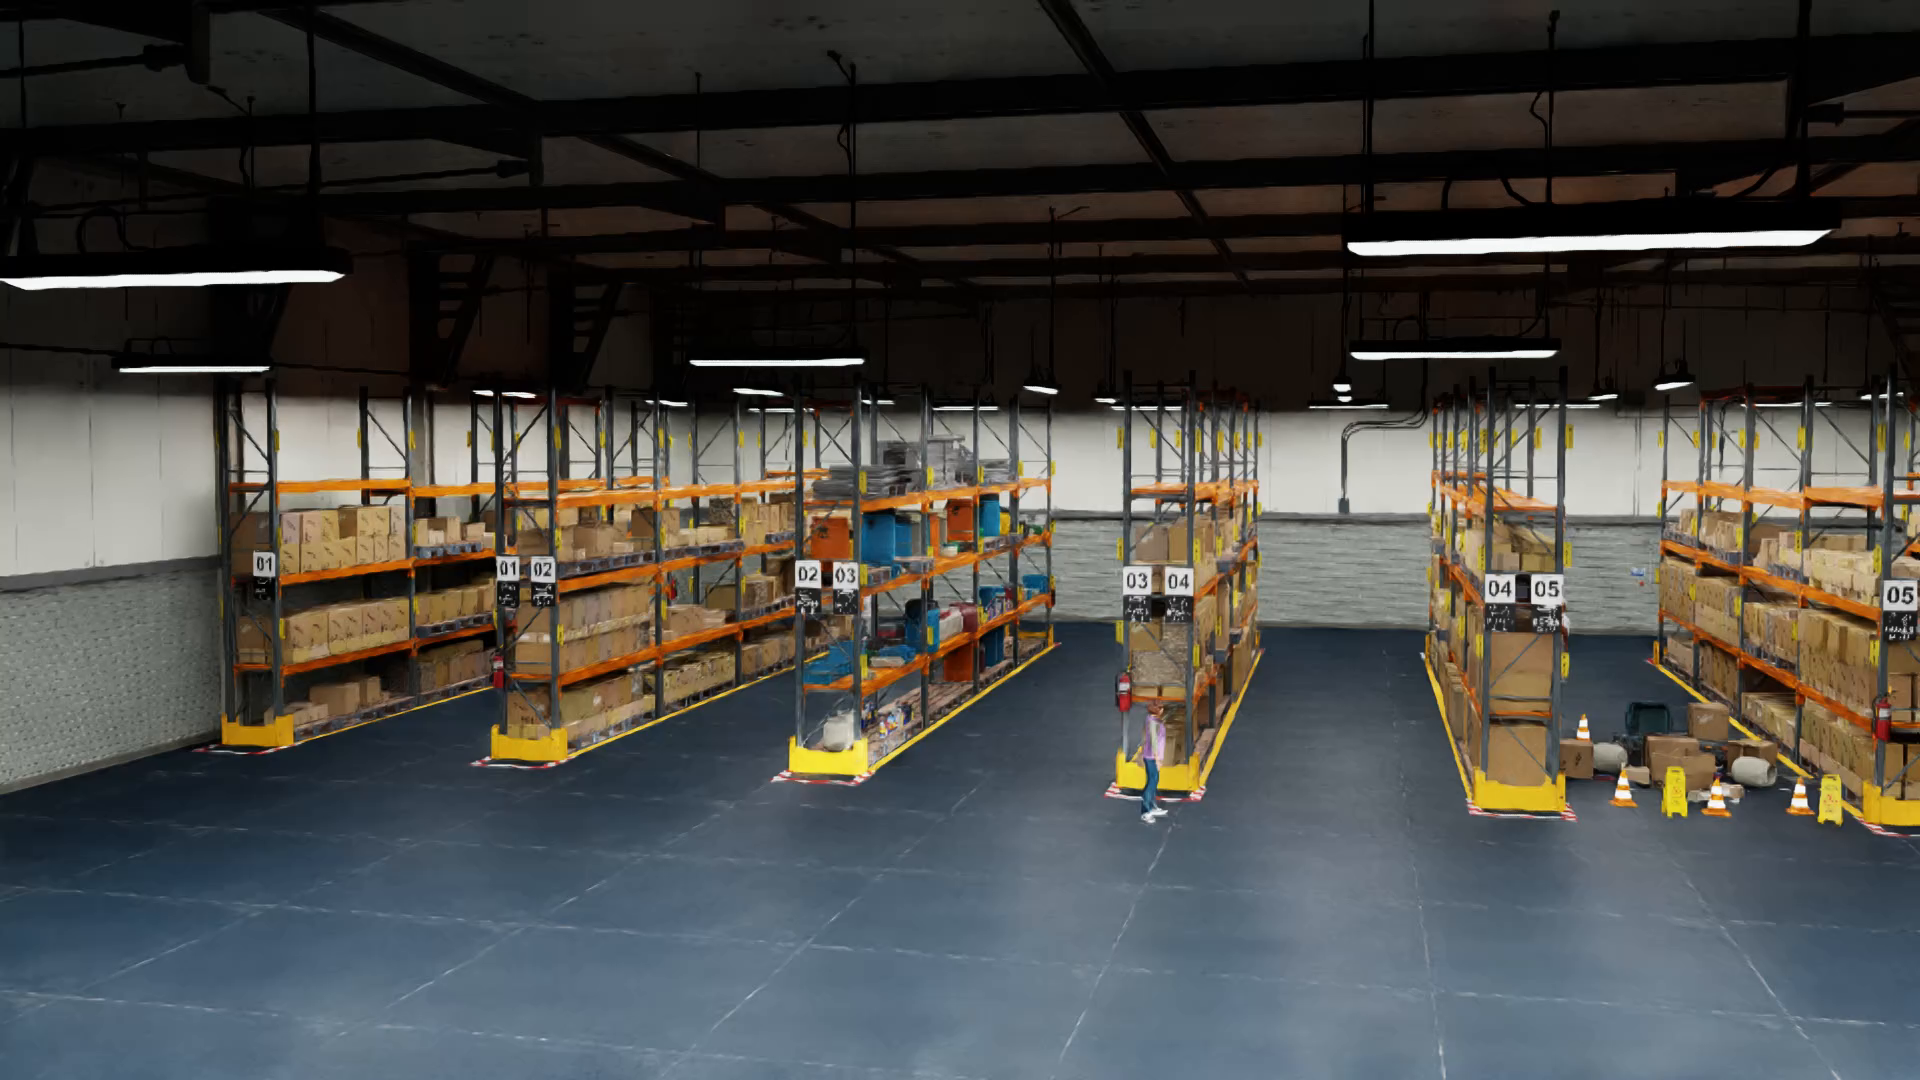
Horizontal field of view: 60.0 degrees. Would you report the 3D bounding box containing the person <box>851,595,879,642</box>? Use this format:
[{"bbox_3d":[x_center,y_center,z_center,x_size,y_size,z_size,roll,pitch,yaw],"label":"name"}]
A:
[{"bbox_3d":[-2.266,1.802,39.028,0.689,1.735,0.549,1,3,11],"label":"person"}]

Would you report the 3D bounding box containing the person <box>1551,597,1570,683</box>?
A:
[{"bbox_3d":[12.370,2.047,34.267,0.392,1.760,0.677,0,3,-3],"label":"person"}]

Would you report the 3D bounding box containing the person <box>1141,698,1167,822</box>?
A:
[{"bbox_3d":[2.557,2.871,21.898,0.342,1.603,0.557,0,3,8],"label":"person"}]
